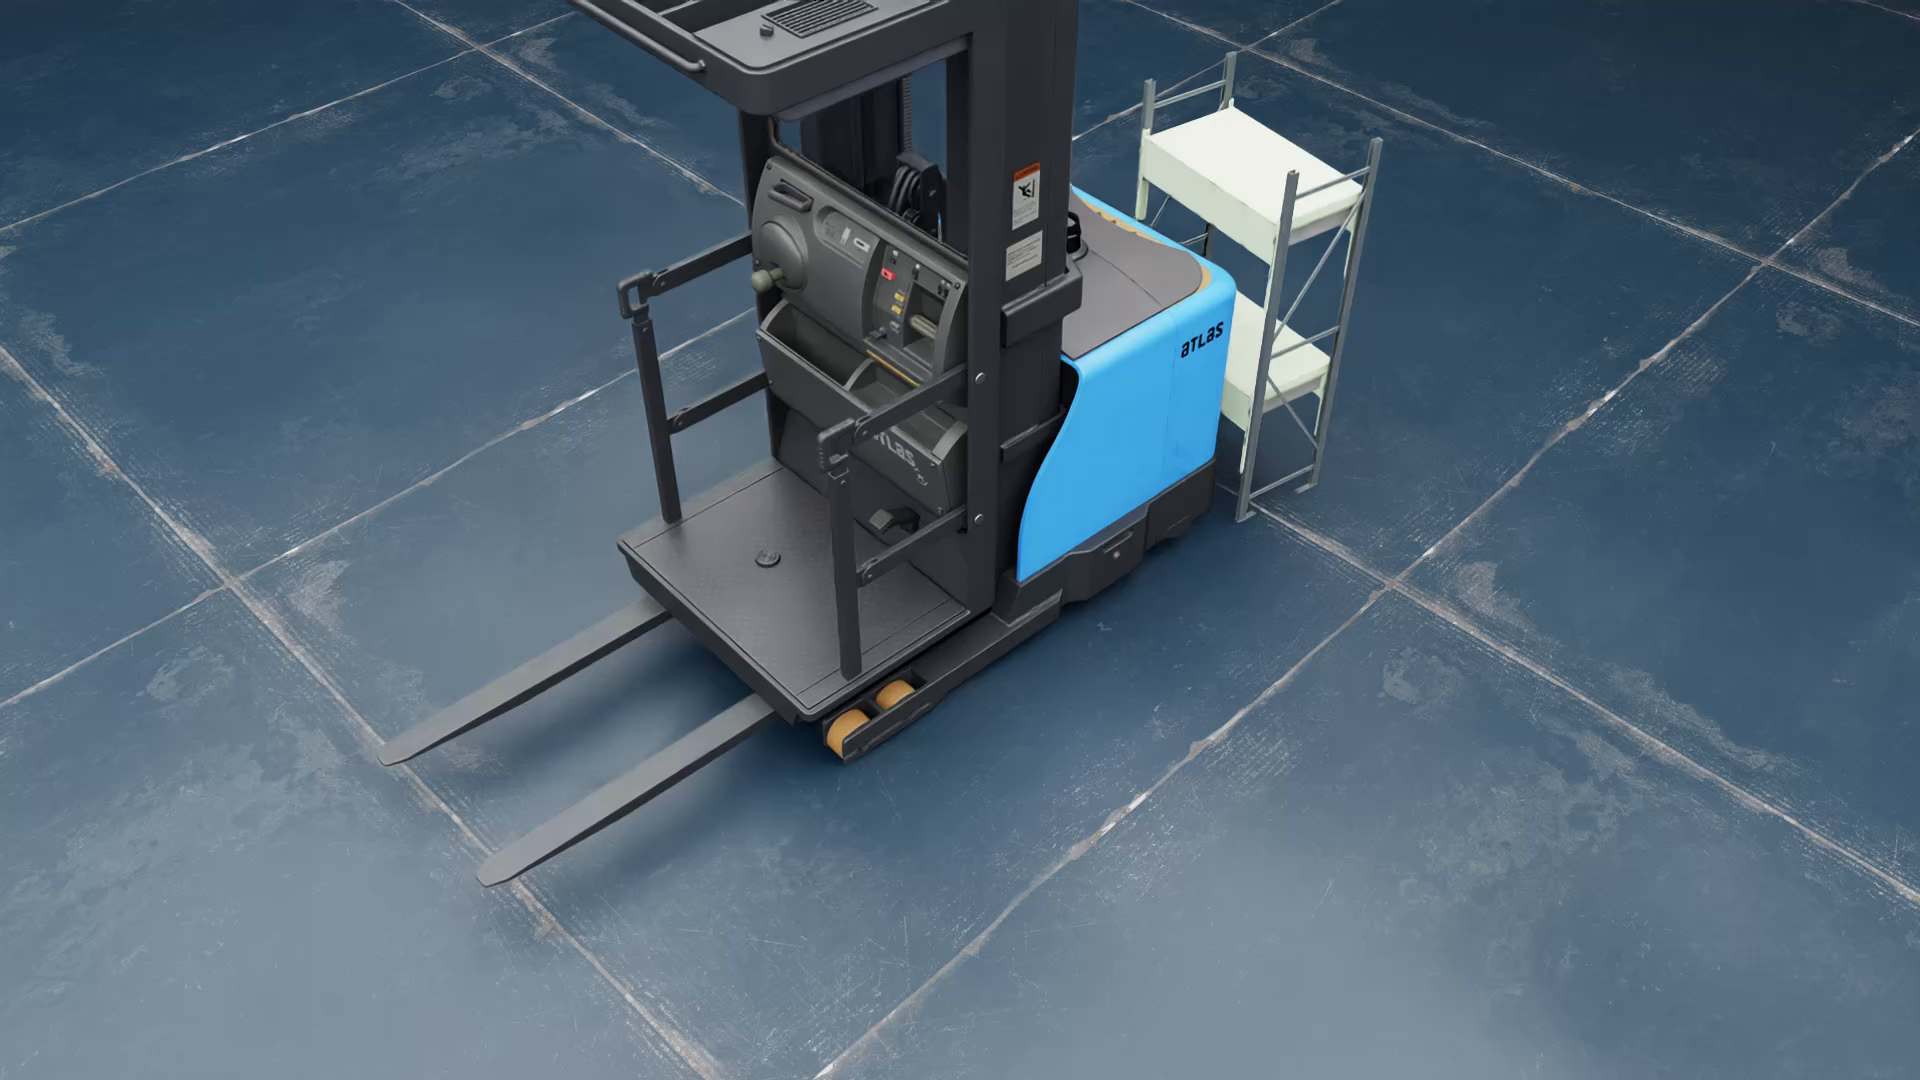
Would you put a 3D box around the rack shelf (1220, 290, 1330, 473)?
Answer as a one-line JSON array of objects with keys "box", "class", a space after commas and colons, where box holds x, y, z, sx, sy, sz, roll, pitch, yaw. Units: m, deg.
[{"box": [1.015, -0.662, 6.342, 0.431, 0.370, 0.720, -24, 48, -24], "class": "rack shelf"}]

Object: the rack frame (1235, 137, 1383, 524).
[{"box": [1.218, -0.695, 5.897, 0.400, 1.500, 0.023, -24, 48, -24], "class": "rack frame"}]

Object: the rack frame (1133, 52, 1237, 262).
[{"box": [0.812, -1.108, 6.344, 0.400, 1.500, 0.023, -24, 48, -24], "class": "rack frame"}]

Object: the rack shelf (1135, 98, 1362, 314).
[{"box": [1.015, -1.188, 5.855, 0.431, 0.370, 0.720, -24, 48, -24], "class": "rack shelf"}]

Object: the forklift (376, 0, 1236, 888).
[{"box": [-0.476, -0.758, 4.910, 3.031, 2.935, 1.130, -31, 51, -29], "class": "forklift"}]

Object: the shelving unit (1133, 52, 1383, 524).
[{"box": [1.015, -0.901, 6.120, 0.431, 1.500, 0.755, -24, 48, -24], "class": "shelving unit"}]
